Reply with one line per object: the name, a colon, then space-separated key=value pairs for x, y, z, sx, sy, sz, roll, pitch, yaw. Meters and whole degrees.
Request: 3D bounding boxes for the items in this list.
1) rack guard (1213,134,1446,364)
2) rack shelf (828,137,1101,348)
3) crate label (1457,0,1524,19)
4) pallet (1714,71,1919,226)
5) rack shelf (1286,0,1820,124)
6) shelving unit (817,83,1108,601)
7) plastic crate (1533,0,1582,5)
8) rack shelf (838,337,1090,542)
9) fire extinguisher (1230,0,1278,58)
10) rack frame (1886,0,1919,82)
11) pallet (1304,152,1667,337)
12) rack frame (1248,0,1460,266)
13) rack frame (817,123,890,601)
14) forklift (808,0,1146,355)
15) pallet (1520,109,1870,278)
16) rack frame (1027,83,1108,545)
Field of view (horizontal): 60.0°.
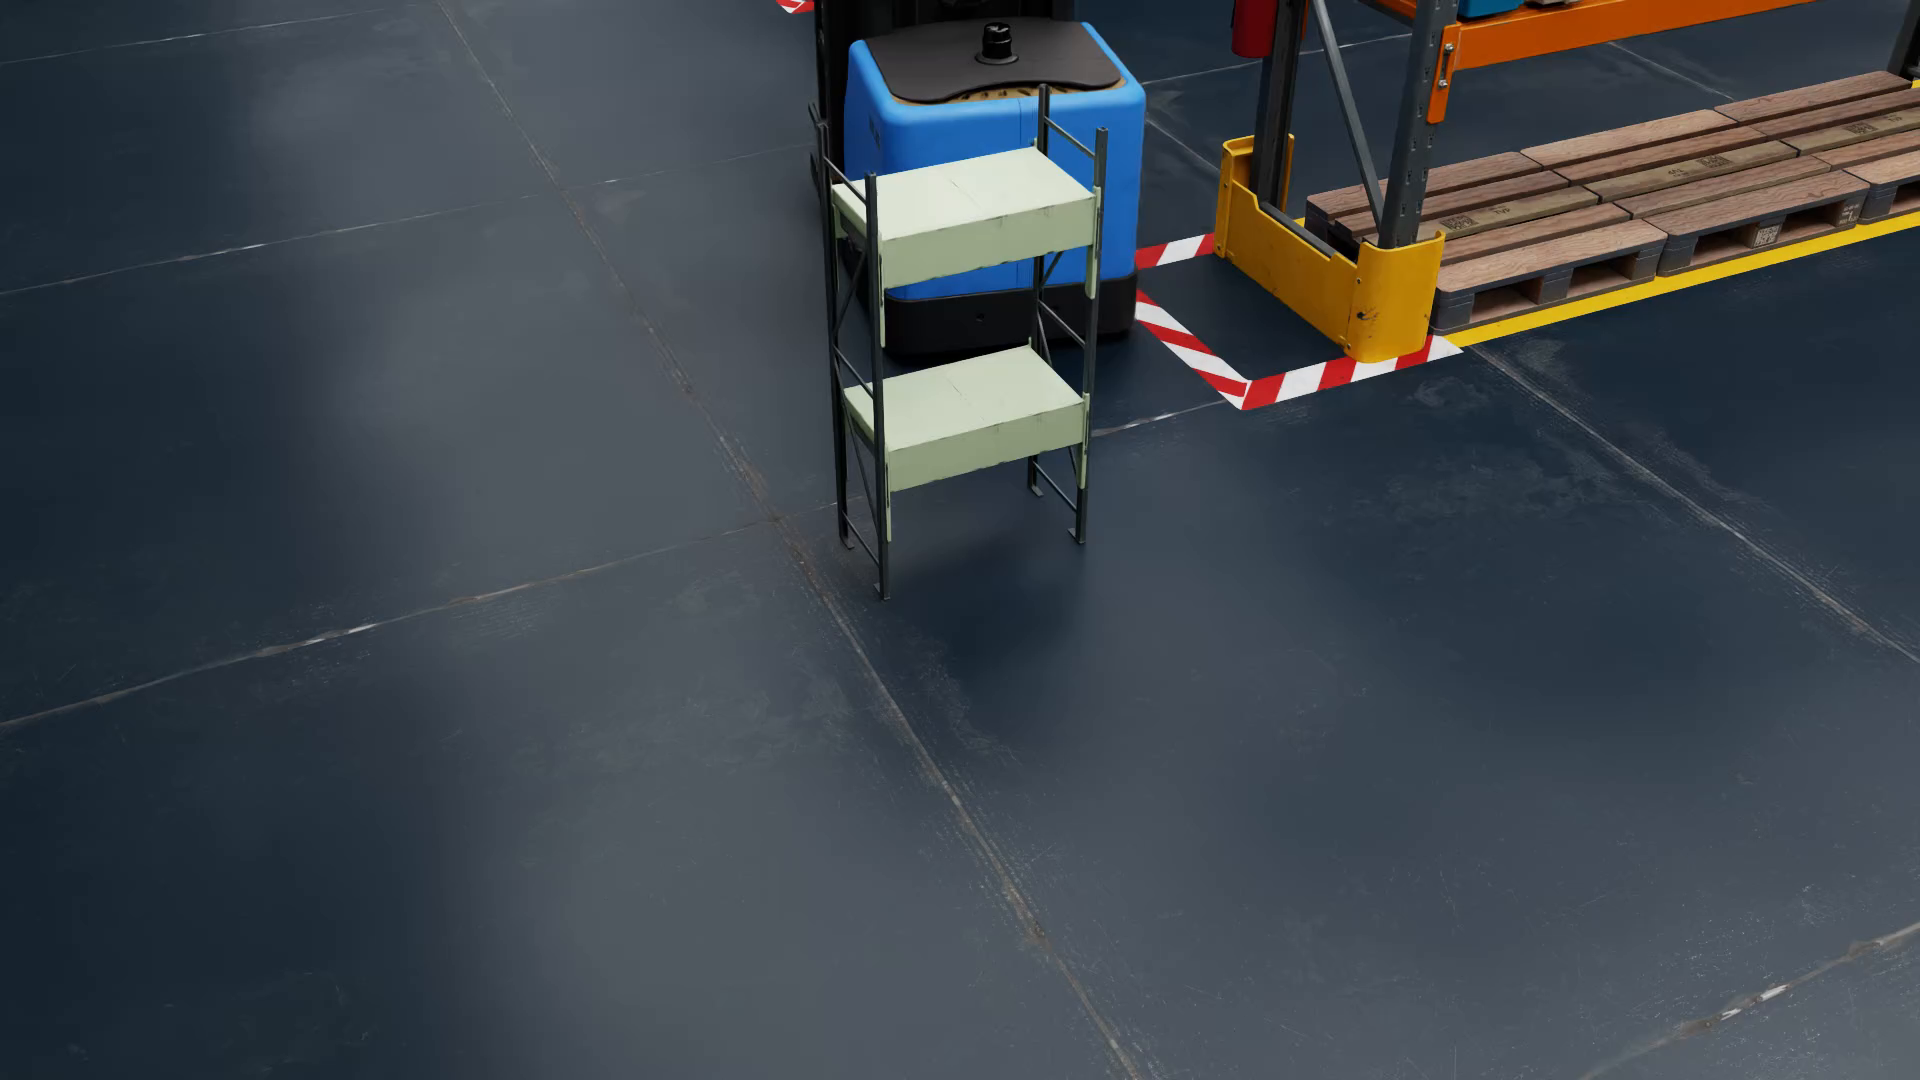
rack guard: x=1.525 y=-1.258 z=7.027 sx=0.348 sy=0.500 sz=1.175 roll=-16 pitch=39 yaw=-20
rack shelf: x=0.006 y=-0.918 z=5.073 sx=0.720 sy=0.370 sz=0.431 roll=-16 pitch=39 yaw=-20
crate label: x=1.904 y=-2.117 z=6.176 sx=0.303 sy=0.233 sz=0.416 roll=-16 pitch=39 yaw=-20
pallet: x=4.513 y=-1.961 z=8.216 sx=1.213 sy=0.211 sz=1.003 roll=-16 pitch=39 yaw=-20
rack shelf: x=3.352 y=-2.492 z=7.196 sx=4.000 sy=0.370 sz=1.077 roll=-16 pitch=39 yaw=-20
shelving unit: x=0.006 y=-0.604 z=5.305 sx=0.755 sy=1.500 sz=0.431 roll=-16 pitch=39 yaw=-20
plastic crate: x=2.230 y=-2.115 z=6.254 sx=0.298 sy=0.136 sz=0.250 roll=-16 pitch=39 yaw=-20
rack shelf: x=0.006 y=-0.342 z=5.500 sx=0.720 sy=0.370 sz=0.431 roll=-16 pitch=39 yaw=-20
fire extinguisher: x=1.211 y=-2.301 z=6.713 sx=0.183 sy=0.674 sz=0.296 roll=-16 pitch=39 yaw=-20
rack frame: x=5.162 y=-3.288 z=7.665 sx=0.127 sy=3.000 sz=1.000 roll=-16 pitch=39 yaw=-20
pallet: x=2.304 y=-1.343 z=7.383 sx=1.213 sy=0.211 sz=1.003 roll=-16 pitch=39 yaw=-20
rack frame: x=1.541 y=-2.275 z=6.300 sx=0.127 sy=3.000 sz=1.000 roll=-16 pitch=39 yaw=-20
rack frame: x=-0.325 y=-0.511 z=5.181 sx=0.023 sy=1.500 sz=0.400 roll=-16 pitch=39 yaw=-20
forklift: x=-0.100 y=-2.792 z=7.054 sx=1.130 sy=2.935 sz=3.031 roll=-8 pitch=37 yaw=-10
pallet: x=3.407 y=-1.649 z=7.797 sx=1.213 sy=0.211 sz=1.003 roll=-16 pitch=39 yaw=-20
rack frame: x=0.337 y=-0.697 z=5.430 sx=0.023 sy=1.500 sz=0.400 roll=-16 pitch=39 yaw=-20
